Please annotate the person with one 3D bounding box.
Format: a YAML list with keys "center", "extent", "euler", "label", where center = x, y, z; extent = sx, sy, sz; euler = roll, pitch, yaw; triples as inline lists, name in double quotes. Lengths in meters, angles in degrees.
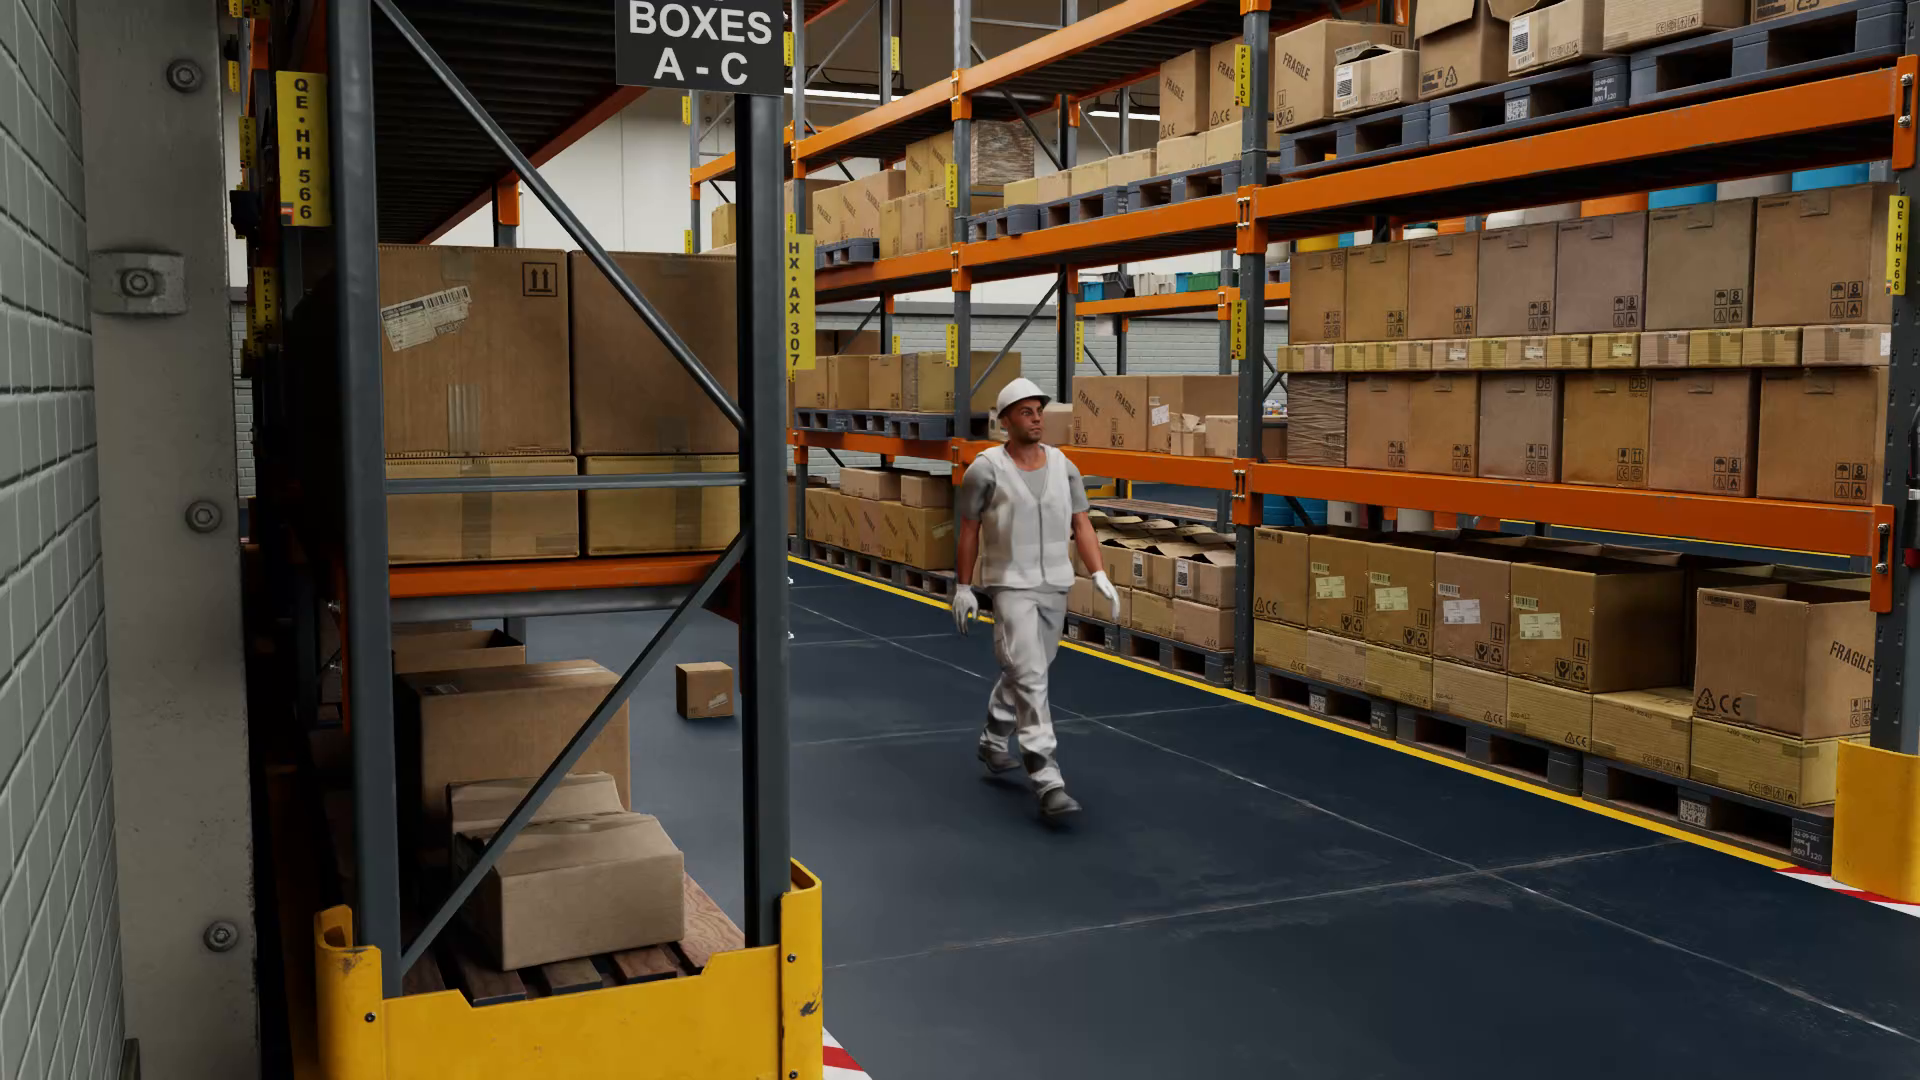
- center: [0.323, 0.206, 6.865]
  extent: [0.583, 1.740, 1.057]
  euler: [-3, 6, -27]
  label: "person"
